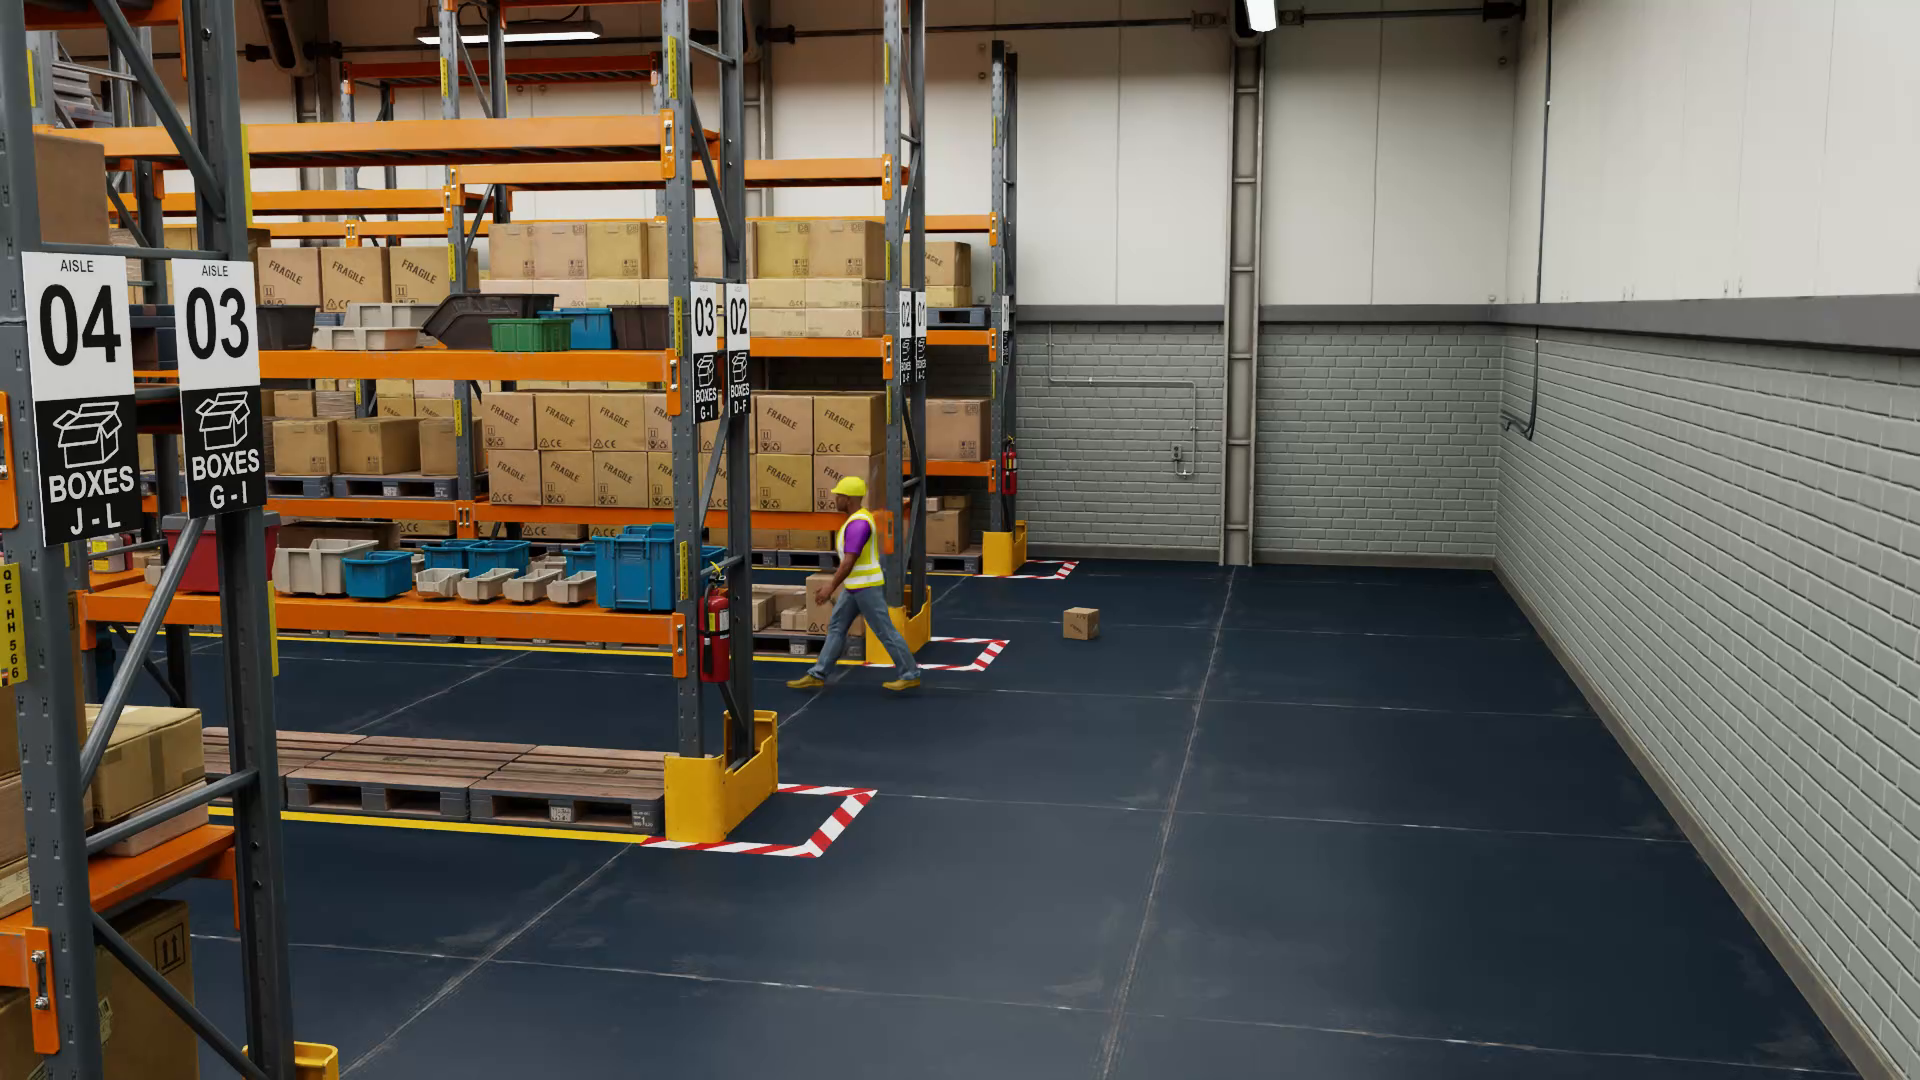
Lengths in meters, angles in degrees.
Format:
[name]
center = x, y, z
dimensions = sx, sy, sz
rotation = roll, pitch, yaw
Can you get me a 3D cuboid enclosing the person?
[person]
center = -0.846, 0.346, 13.146
dimensions = 1.067, 1.698, 0.660
rotation = -1, 8, -7
